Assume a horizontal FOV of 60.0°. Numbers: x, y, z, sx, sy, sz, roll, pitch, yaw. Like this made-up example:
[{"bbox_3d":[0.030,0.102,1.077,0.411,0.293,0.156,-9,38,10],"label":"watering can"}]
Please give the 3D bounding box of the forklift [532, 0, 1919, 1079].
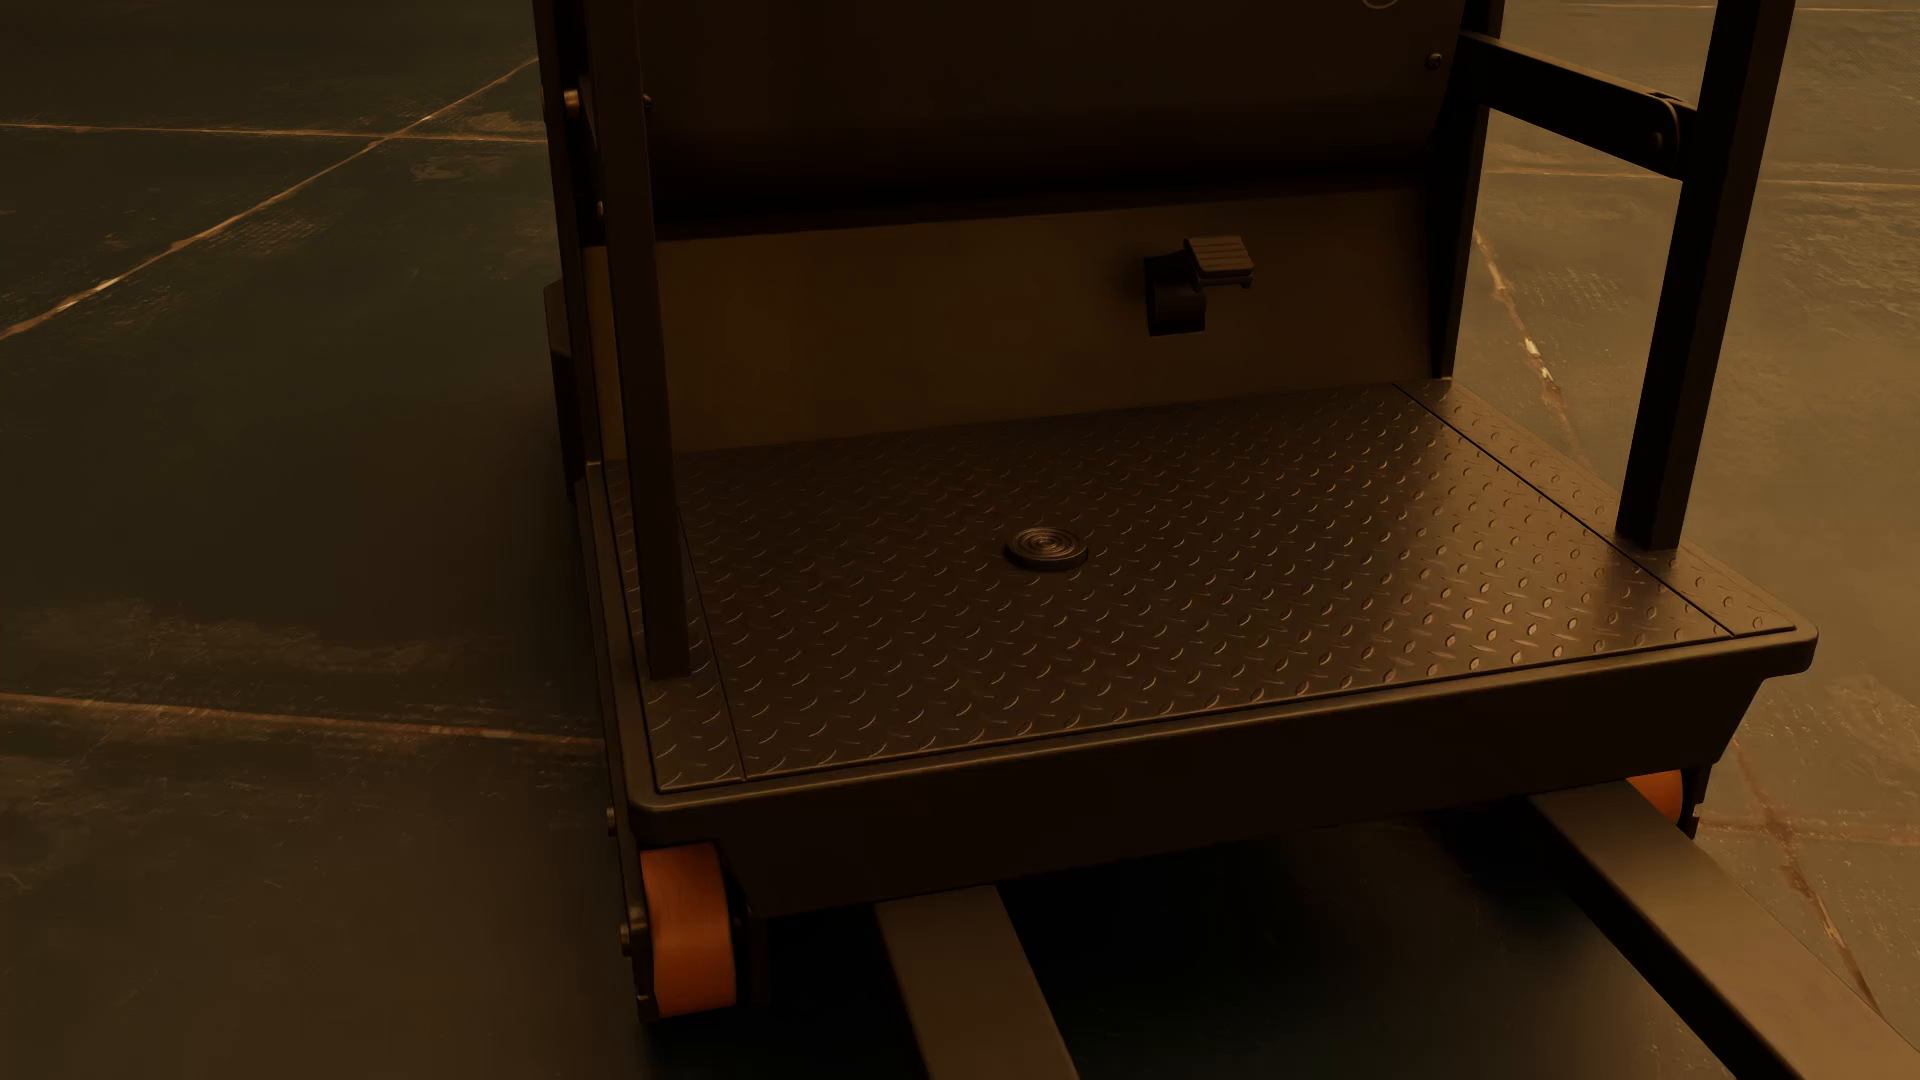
[{"bbox_3d":[0.153,-1.049,1.319,1.130,2.935,3.031,-7,27,-13],"label":"forklift"}]
